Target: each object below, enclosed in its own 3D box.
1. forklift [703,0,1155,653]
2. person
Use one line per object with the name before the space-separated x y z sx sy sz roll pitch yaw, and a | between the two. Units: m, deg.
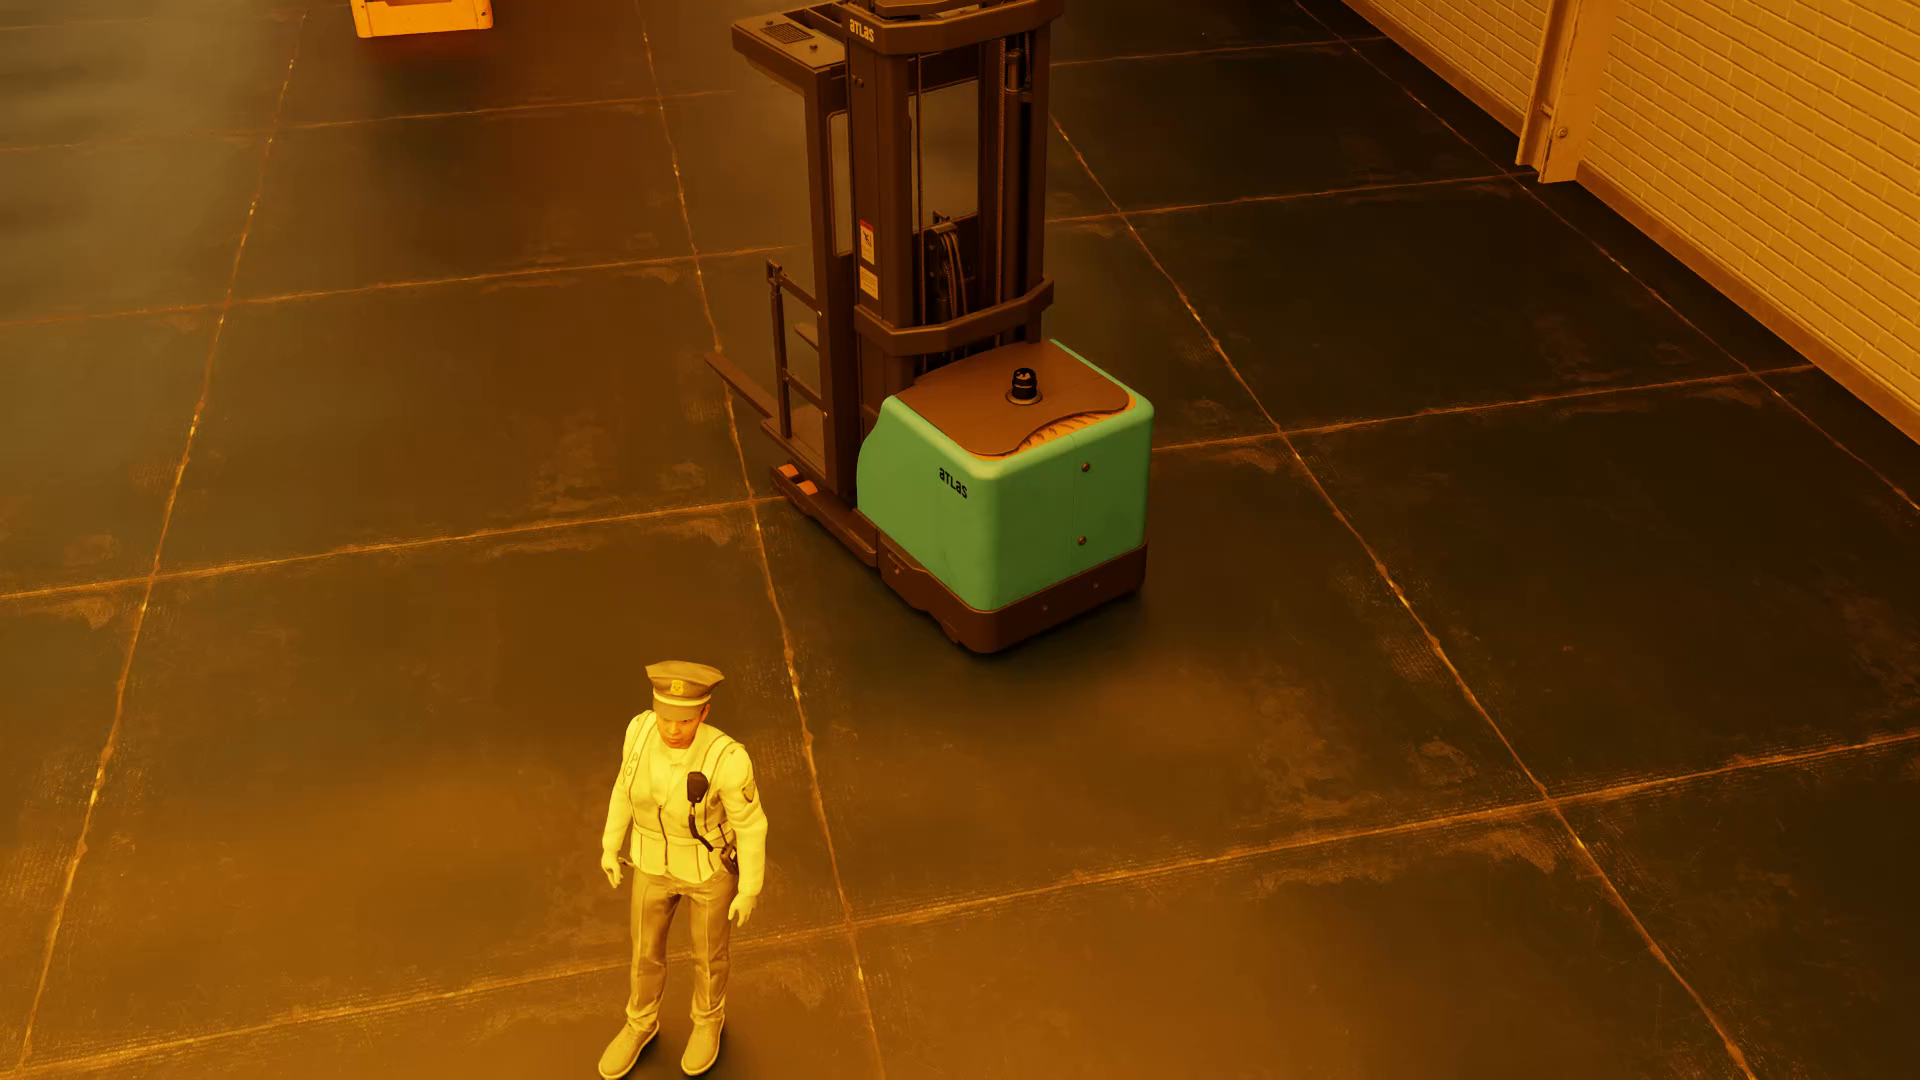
forklift | -0.350 -1.480 8.107 1.130 2.935 3.031 -22 41 -28
person | -0.943 1.126 5.533 0.587 1.694 0.531 11 37 15
